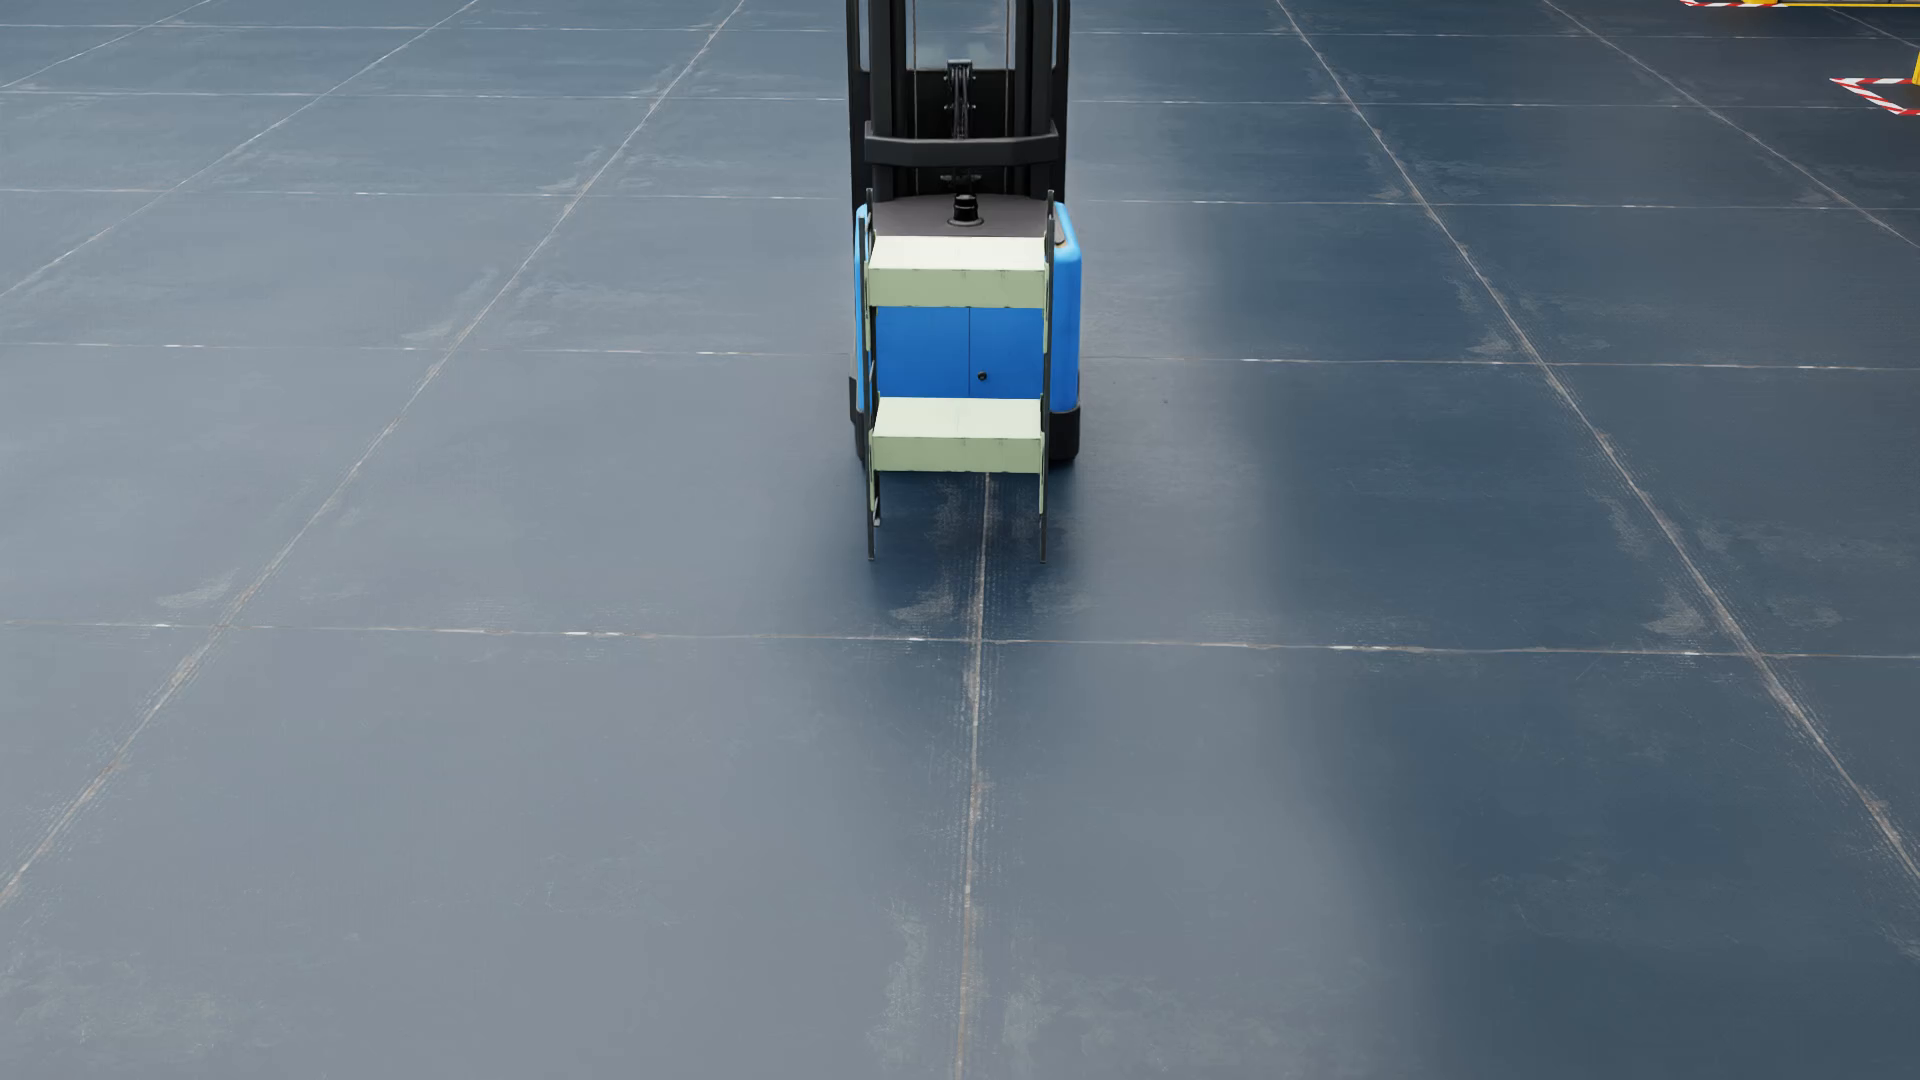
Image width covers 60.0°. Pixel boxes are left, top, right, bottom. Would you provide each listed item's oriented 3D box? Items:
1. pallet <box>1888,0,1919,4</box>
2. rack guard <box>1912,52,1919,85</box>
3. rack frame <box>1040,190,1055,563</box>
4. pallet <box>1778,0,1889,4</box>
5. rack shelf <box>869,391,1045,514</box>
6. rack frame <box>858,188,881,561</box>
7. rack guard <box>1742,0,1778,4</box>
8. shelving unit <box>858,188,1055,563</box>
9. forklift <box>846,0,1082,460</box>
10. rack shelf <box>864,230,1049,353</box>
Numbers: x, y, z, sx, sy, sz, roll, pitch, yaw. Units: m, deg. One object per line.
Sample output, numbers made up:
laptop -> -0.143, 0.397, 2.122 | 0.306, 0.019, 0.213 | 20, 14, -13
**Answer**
pallet -> 10.986, -6.293, 18.895 | 1.213, 0.211, 1.003 | 1, 28, 2
rack guard -> 8.782, -4.117, 14.483 | 0.348, 0.500, 1.175 | 1, 28, 2
rack frame -> 0.359, -0.657, 6.888 | 0.023, 1.500, 0.400 | 1, 28, 2
pallet -> 9.770, -6.314, 18.936 | 1.213, 0.211, 1.003 | 1, 28, 2
rack shelf -> -0.007, -0.375, 7.052 | 0.720, 0.370, 0.431 | 1, 28, 2
rack frame -> -0.372, -0.669, 6.910 | 0.023, 1.500, 0.400 | 1, 28, 2
rack guard -> 8.958, -6.458, 18.898 | 0.348, 0.500, 1.175 | 1, 28, 2
shelving unit -> -0.007, -0.663, 6.899 | 0.755, 1.500, 0.431 | 1, 28, 2
forklift -> -0.021, -2.309, 8.476 | 1.130, 2.935, 3.031 | -1, 28, -2
rack shelf -> -0.007, -1.008, 6.716 | 0.720, 0.370, 0.431 | 1, 28, 2
